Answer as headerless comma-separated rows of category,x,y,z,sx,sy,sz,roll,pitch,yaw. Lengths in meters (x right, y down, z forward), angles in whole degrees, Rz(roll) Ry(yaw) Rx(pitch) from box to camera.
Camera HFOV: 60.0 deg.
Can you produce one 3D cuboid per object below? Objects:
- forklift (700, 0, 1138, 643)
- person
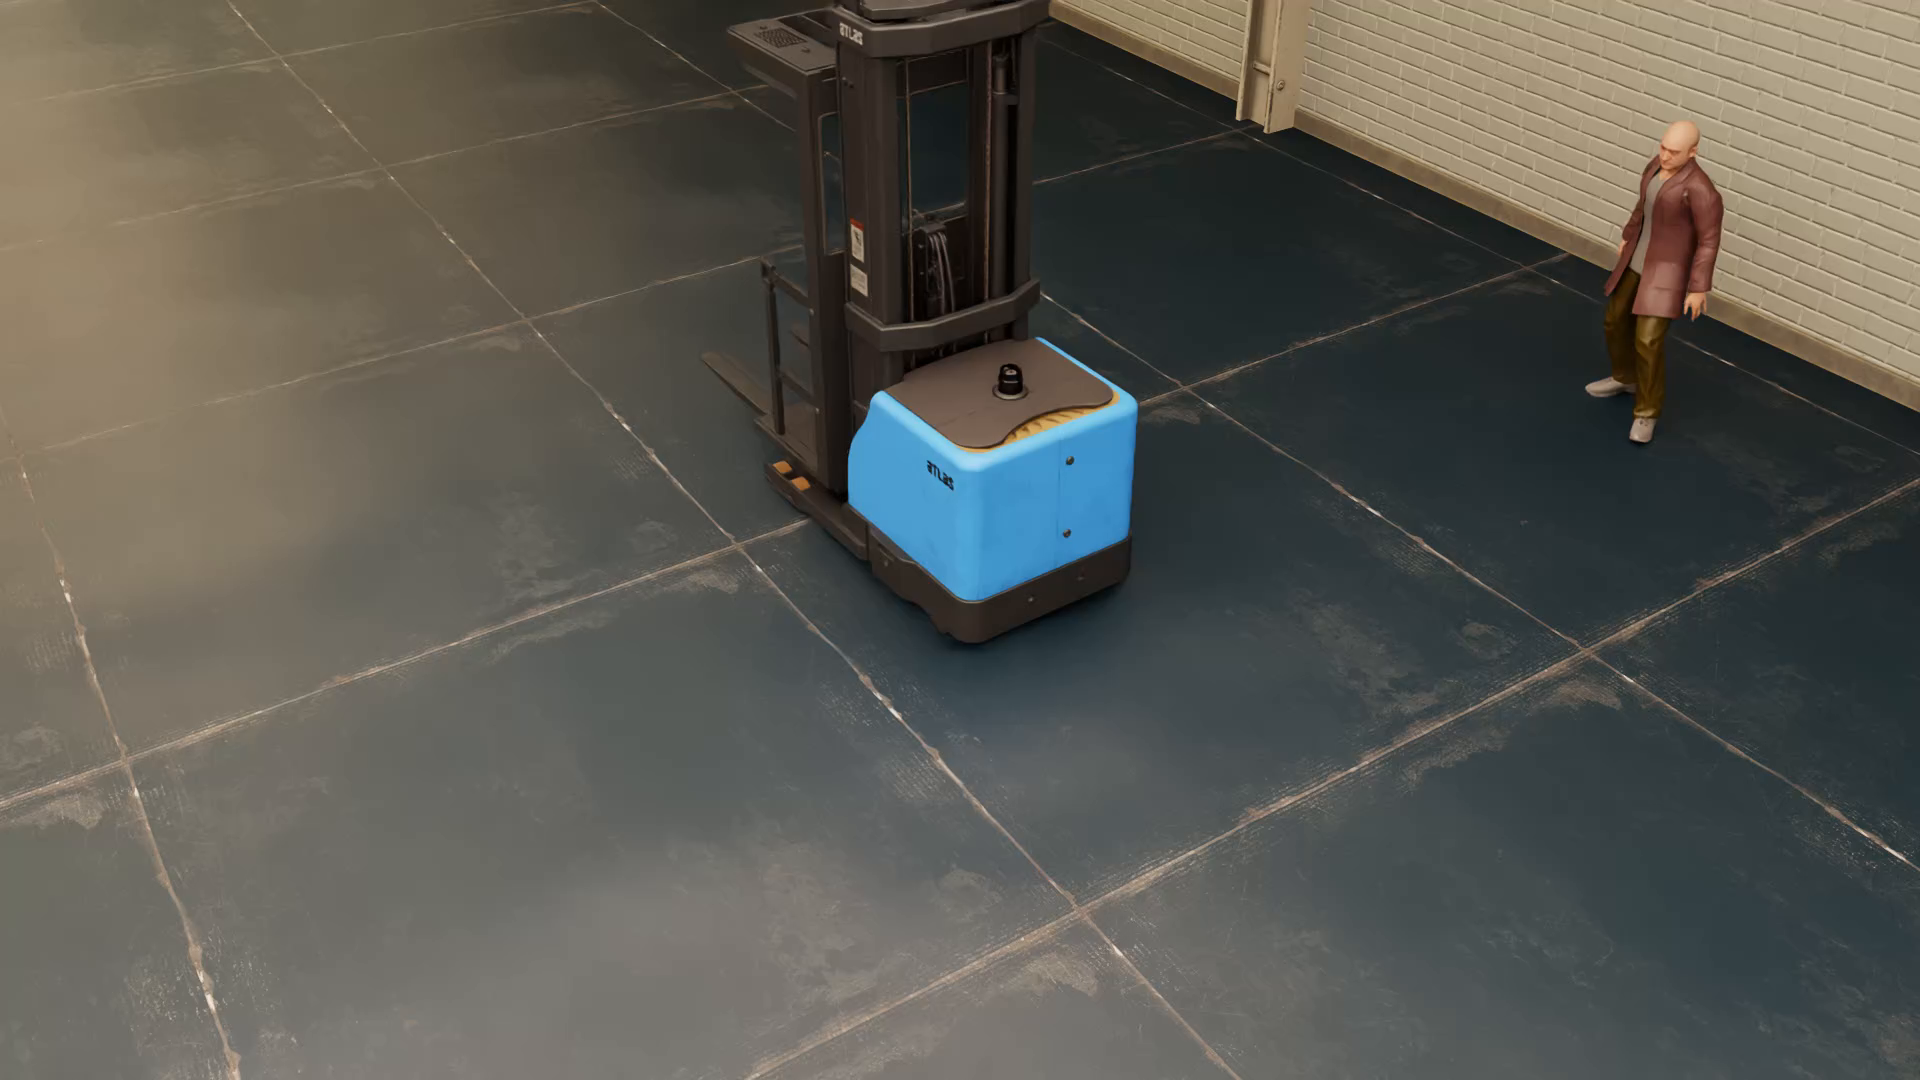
forklift,-0.404,-1.514,8.302,1.130,2.935,3.031,-22,41,-28
person,3.922,-1.516,9.343,0.417,1.748,0.905,-8,36,-11
